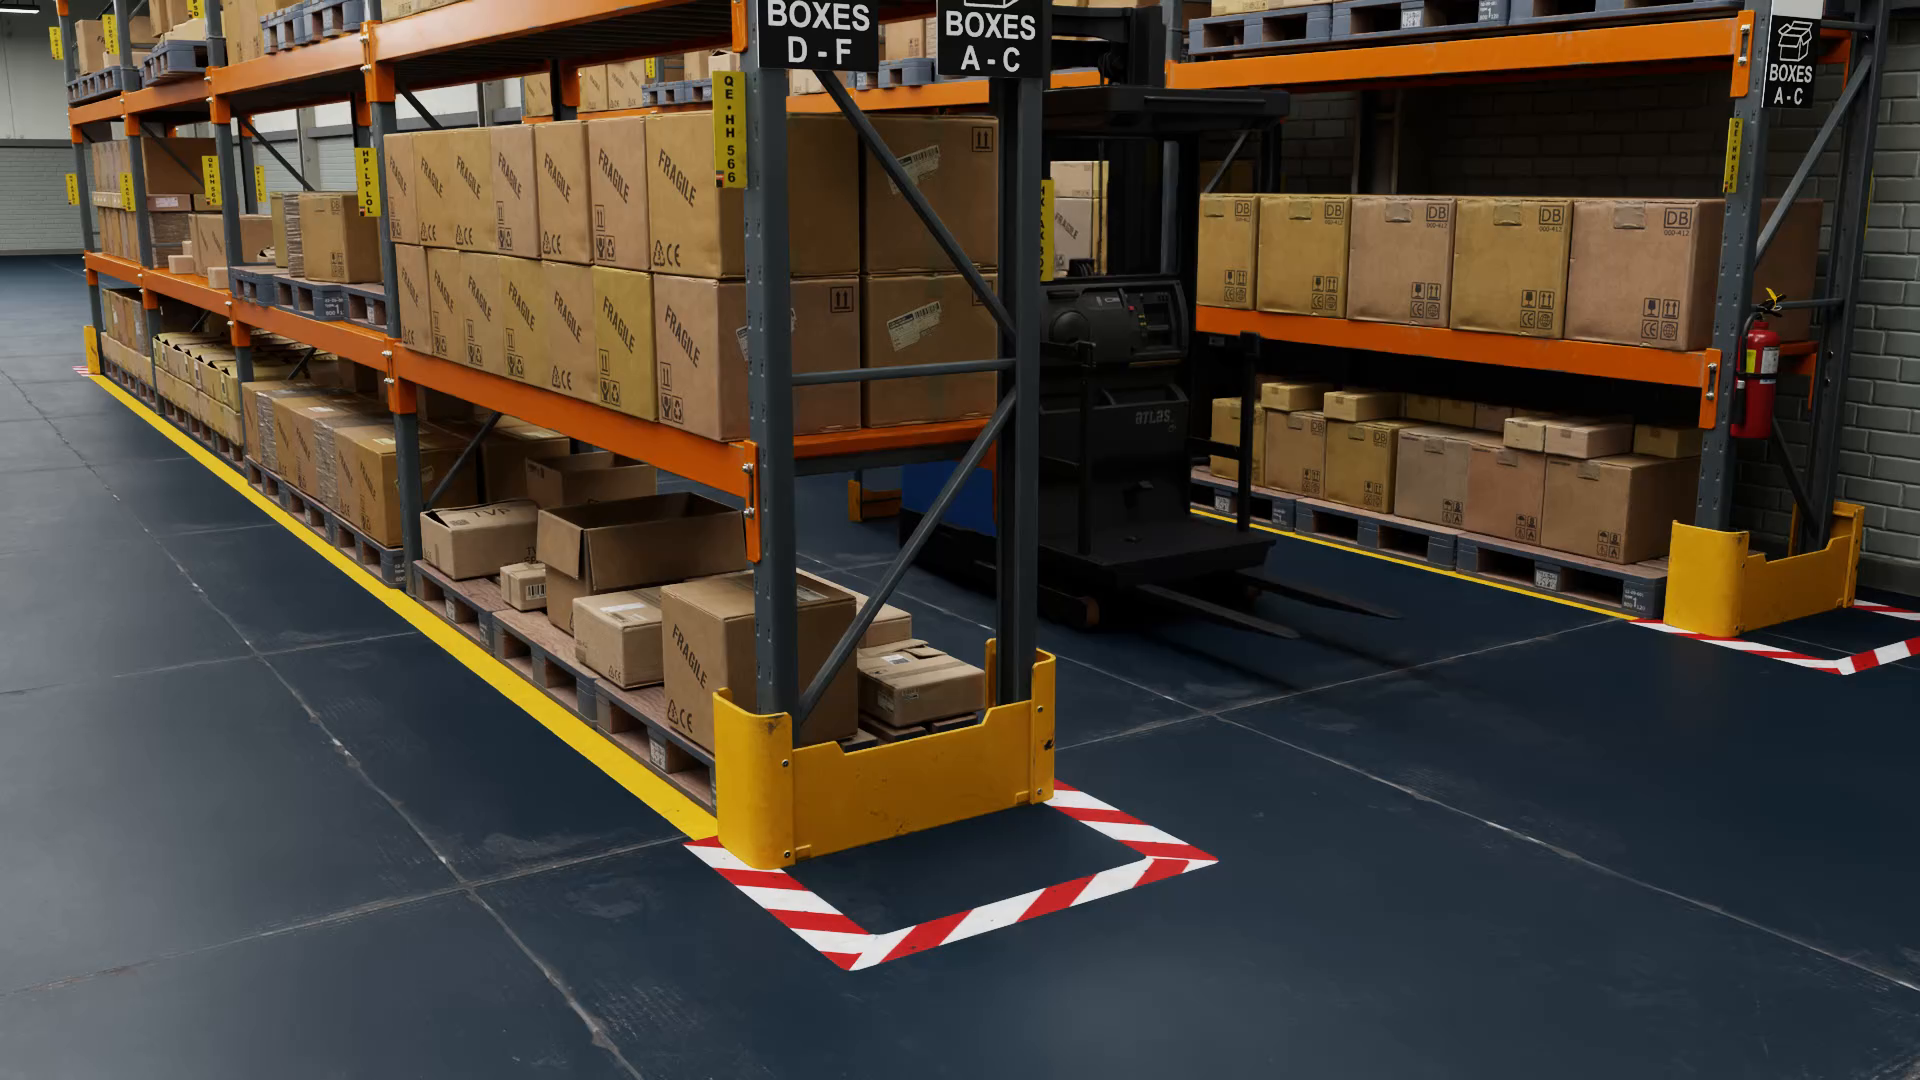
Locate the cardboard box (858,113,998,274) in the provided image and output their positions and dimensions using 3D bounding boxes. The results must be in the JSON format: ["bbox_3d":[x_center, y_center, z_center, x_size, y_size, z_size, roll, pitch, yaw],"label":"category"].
[{"bbox_3d":[-0.214,-1.167,5.603,0.500,0.500,0.500,-8,14,-31],"label":"cardboard box"}]

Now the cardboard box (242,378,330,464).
[{"bbox_3d":[-4.606,-0.822,11.419,0.500,0.500,0.500,-7,14,-30],"label":"cardboard box"}]

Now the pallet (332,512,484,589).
[{"bbox_3d":[-2.886,-0.009,9.409,1.003,0.211,1.213,-8,15,-33],"label":"pallet"}]

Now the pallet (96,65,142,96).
[{"bbox_3d":[-7.330,-4.225,15.345,1.003,0.211,1.213,-8,15,-33],"label":"pallet"}]

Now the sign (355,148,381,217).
[{"bbox_3d":[-2.864,-1.730,8.043,0.100,0.325,0.005,-8,15,-33],"label":"sign"}]

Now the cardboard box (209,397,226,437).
[{"bbox_3d":[-5.403,-0.960,12.685,0.500,0.250,0.500,-8,15,-33],"label":"cardboard box"}]

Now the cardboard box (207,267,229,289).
[{"bbox_3d":[-5.348,-1.947,12.332,0.380,0.149,0.250,-8,15,-33],"label":"cardboard box"}]

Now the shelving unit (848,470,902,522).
[{"bbox_3d":[-0.170,-0.796,9.993,0.587,1.500,1.083,-8,14,-31],"label":"shelving unit"}]

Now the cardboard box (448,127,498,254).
[{"bbox_3d":[-1.806,-1.468,6.980,0.500,0.500,0.500,-9,15,-34],"label":"cardboard box"}]

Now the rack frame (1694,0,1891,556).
[{"bbox_3d":[3.934,-1.107,7.902,1.000,3.000,0.127,-8,15,-33],"label":"rack frame"}]

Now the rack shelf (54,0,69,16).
[{"bbox_3d":[-7.944,-5.394,16.082,1.077,0.370,4.000,-8,15,-33],"label":"rack shelf"}]

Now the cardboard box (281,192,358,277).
[{"bbox_3d":[-3.829,-1.913,10.370,0.700,0.500,0.500,-5,13,-22],"label":"cardboard box"}]

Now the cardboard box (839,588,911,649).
[{"bbox_3d":[-0.530,0.389,6.466,0.500,0.250,0.500,-8,15,-33],"label":"cardboard box"}]

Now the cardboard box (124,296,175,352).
[{"bbox_3d":[-7.822,-2.118,16.222,0.500,0.500,0.500,-8,15,-33],"label":"cardboard box"}]

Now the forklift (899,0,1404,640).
[{"bbox_3d":[0.864,-1.115,8.101,1.130,2.935,3.031,-8,14,-31],"label":"forklift"}]

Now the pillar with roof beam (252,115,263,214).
[{"bbox_3d":[-20.704,-10.620,37.360,9.100,9.000,0.548,-8,15,-33],"label":"pillar with roof beam"}]

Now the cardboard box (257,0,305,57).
[{"bbox_3d":[-3.779,-3.200,10.218,0.910,0.500,0.500,-8,15,-33],"label":"cardboard box"}]

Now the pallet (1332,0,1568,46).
[{"bbox_3d":[2.835,-2.877,9.181,1.003,0.211,1.213,-8,15,-33],"label":"pallet"}]

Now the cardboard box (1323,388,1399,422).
[{"bbox_3d":[2.374,-0.799,9.842,0.380,0.149,0.250,-9,15,-34],"label":"cardboard box"}]

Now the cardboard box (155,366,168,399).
[{"bbox_3d":[-6.819,-1.415,14.763,0.500,0.250,0.500,-9,15,-34],"label":"cardboard box"}]

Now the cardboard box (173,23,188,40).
[{"bbox_3d":[-5.828,-3.904,13.039,0.500,0.250,0.500,-10,16,-38],"label":"cardboard box"}]

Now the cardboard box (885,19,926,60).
[{"bbox_3d":[-0.187,-4.181,13.674,0.700,0.500,0.500,-10,16,-37],"label":"cardboard box"}]

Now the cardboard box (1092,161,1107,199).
[{"bbox_3d":[1.246,-2.441,11.271,0.500,0.250,0.500,-8,14,-31],"label":"cardboard box"}]

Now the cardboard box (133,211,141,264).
[{"bbox_3d":[-7.385,-2.874,15.749,0.700,0.500,0.500,-8,15,-33],"label":"cardboard box"}]

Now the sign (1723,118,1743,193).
[{"bbox_3d":[3.475,-1.726,7.470,0.100,0.325,0.005,-8,15,-33],"label":"sign"}]

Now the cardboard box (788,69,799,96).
[{"bbox_3d":[-1.139,-4.297,15.179,0.797,0.503,0.637,-6,14,-25],"label":"cardboard box"}]

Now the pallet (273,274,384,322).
[{"bbox_3d":[-3.539,-1.503,10.165,1.003,0.211,1.213,-8,15,-33],"label":"pallet"}]

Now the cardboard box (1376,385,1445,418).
[{"bbox_3d":[2.711,-0.838,10.022,0.380,0.149,0.250,-8,15,-32],"label":"cardboard box"}]

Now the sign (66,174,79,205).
[{"bbox_3d":[-9.518,-3.762,17.833,0.100,0.325,0.005,-8,15,-33],"label":"sign"}]

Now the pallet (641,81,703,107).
[{"bbox_3d":[-2.461,-4.492,16.801,1.213,0.211,1.003,-8,15,-33],"label":"pallet"}]

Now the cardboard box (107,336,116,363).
[{"bbox_3d":[-8.660,-2.017,17.517,0.500,0.250,0.500,-8,15,-33],"label":"cardboard box"}]

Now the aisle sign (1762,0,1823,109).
[{"bbox_3d":[3.724,-2.328,7.403,0.394,0.787,0.004,-8,15,-33],"label":"aisle sign"}]

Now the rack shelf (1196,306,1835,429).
[{"bbox_3d":[2.826,-1.111,9.605,1.077,0.370,4.000,-8,15,-33],"label":"rack shelf"}]

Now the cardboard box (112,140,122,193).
[{"bbox_3d":[-7.921,-3.683,16.409,0.700,0.500,0.500,-8,15,-33],"label":"cardboard box"}]

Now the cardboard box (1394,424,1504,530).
[{"bbox_3d":[2.907,-0.382,9.454,0.700,0.500,0.500,-9,15,-35],"label":"cardboard box"}]

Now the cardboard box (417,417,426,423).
[{"bbox_3d":[-3.044,-0.523,10.054,0.500,0.500,0.500,-8,15,-32],"label":"cardboard box"}]

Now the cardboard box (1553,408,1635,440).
[{"bbox_3d":[3.418,-0.612,8.988,0.380,0.149,0.250,-8,15,-33],"label":"cardboard box"}]

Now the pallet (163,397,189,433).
[{"bbox_3d":[-6.395,-1.165,14.696,1.003,0.211,1.213,-8,15,-33],"label":"pallet"}]

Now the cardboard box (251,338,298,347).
[{"bbox_3d":[-5.805,-1.571,14.164,0.500,0.311,0.500,-8,15,-33],"label":"cardboard box"}]

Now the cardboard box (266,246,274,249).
[{"bbox_3d":[-4.954,-2.081,12.565,0.500,0.311,0.500,-8,15,-33],"label":"cardboard box"}]

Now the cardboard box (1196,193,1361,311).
[{"bbox_3d":[2.005,-1.866,10.673,0.980,0.700,0.700,-8,15,-32],"label":"cardboard box"}]

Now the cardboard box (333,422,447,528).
[{"bbox_3d":[-3.183,-0.368,9.343,0.500,0.500,0.500,-8,15,-33],"label":"cardboard box"}]

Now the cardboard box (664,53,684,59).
[{"bbox_3d":[-3.218,-5.310,17.481,0.500,0.500,0.500,-10,16,-38],"label":"cardboard box"}]

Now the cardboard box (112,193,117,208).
[{"bbox_3d":[-8.163,-3.362,16.463,0.380,0.149,0.250,-8,15,-32],"label":"cardboard box"}]

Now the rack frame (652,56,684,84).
[{"bbox_3d":[-2.714,-6.172,17.020,1.000,3.000,0.127,-8,15,-33],"label":"rack frame"}]

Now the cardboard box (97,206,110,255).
[{"bbox_3d":[-8.804,-3.330,17.832,0.700,0.500,0.500,-8,15,-33],"label":"cardboard box"}]

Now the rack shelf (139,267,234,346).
[{"bbox_3d":[-5.728,-1.947,13.427,1.077,0.370,4.000,-8,15,-33],"label":"rack shelf"}]

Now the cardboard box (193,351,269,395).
[{"bbox_3d":[-5.686,-1.324,13.036,0.500,0.311,0.500,-8,15,-33],"label":"cardboard box"}]

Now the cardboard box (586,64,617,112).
[{"bbox_3d":[-3.808,-5.011,18.453,0.500,0.500,0.500,-9,15,-35],"label":"cardboard box"}]

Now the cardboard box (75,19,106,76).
[{"bbox_3d":[-8.360,-4.825,16.340,0.500,0.500,0.500,-8,15,-33],"label":"cardboard box"}]

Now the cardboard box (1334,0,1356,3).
[{"bbox_3d":[2.442,-3.127,9.255,0.500,0.250,0.500,-9,15,-34],"label":"cardboard box"}]

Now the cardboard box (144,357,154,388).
[{"bbox_3d":[-7.275,-1.572,15.484,0.500,0.250,0.500,-8,15,-33],"label":"cardboard box"}]

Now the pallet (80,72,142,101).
[{"bbox_3d":[-8.002,-4.441,16.336,1.003,0.211,1.213,-8,15,-33],"label":"pallet"}]

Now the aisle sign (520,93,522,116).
[{"bbox_3d":[-5.220,-5.200,20.532,0.394,0.787,0.004,-8,15,-33],"label":"aisle sign"}]

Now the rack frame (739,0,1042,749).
[{"bbox_3d":[-0.187,-0.520,5.217,1.000,3.000,0.127,-8,15,-33],"label":"rack frame"}]

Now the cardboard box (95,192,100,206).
[{"bbox_3d":[-8.866,-3.589,17.501,0.380,0.149,0.250,-9,15,-34],"label":"cardboard box"}]

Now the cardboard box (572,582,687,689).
[{"bbox_3d":[-1.195,0.369,6.562,0.500,0.250,0.500,-8,15,-33],"label":"cardboard box"}]

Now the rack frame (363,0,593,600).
[{"bbox_3d":[-2.404,-1.231,8.470,1.000,3.000,0.127,-8,15,-33],"label":"rack frame"}]

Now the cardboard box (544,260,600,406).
[{"bbox_3d":[-1.224,-0.797,6.252,0.500,0.500,0.500,-8,15,-32],"label":"cardboard box"}]
